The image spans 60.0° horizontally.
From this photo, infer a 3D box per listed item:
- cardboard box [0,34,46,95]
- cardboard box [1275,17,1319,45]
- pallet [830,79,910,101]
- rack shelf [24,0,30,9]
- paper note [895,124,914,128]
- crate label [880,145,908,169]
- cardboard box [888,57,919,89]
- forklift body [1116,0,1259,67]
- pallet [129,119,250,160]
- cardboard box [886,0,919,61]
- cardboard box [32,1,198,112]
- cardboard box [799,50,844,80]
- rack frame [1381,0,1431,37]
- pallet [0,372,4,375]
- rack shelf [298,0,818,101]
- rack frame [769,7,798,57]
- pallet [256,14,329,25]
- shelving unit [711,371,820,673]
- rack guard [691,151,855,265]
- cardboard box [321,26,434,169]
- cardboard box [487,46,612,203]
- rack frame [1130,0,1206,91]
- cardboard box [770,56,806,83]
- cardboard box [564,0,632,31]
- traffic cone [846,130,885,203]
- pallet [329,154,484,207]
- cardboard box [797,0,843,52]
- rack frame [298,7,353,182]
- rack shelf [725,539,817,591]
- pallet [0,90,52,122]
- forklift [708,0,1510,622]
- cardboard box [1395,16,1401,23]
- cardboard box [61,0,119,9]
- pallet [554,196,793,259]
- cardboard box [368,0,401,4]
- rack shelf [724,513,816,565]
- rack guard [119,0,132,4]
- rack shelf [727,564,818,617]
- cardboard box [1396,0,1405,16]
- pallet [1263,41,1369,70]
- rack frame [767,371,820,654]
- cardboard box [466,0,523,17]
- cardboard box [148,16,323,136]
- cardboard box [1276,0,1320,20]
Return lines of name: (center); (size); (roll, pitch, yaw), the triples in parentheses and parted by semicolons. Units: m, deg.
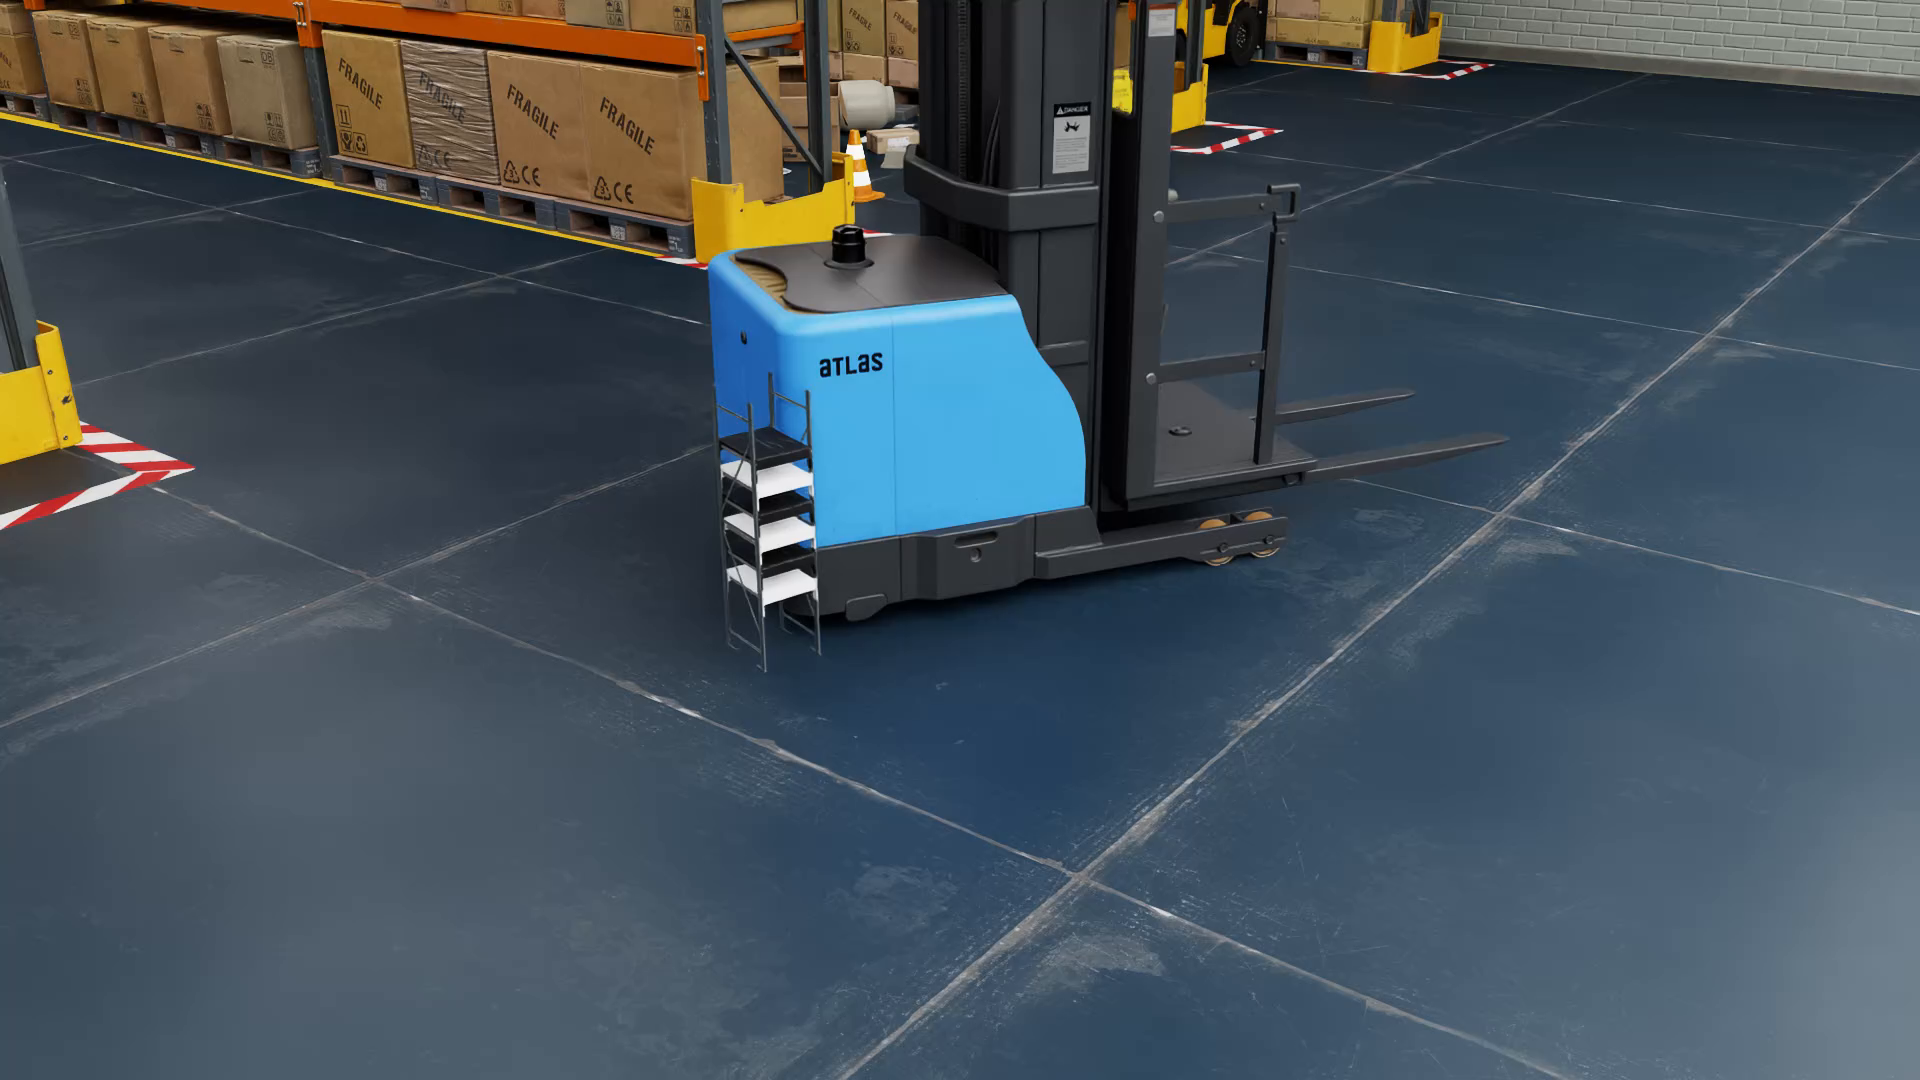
cardboard box: (-8.243, -4.272, 14.806); (0.500, 0.500, 0.500); (17, 29, 33)
cardboard box: (3.746, -5.507, 17.919); (0.500, 0.250, 0.500); (17, 29, 33)
pallet: (-0.912, -4.376, 15.921); (1.213, 0.211, 1.003); (17, 29, 33)
rack shelf: (-9.160, -5.304, 15.459); (4.000, 0.370, 1.077); (17, 29, 33)
paper note: (-0.479, -3.573, 14.322); (0.148, 0.019, 0.142); (7, 25, 15)
crate label: (-0.448, -2.944, 12.761); (0.298, 0.136, 0.250); (3, 24, 6)
cardboard box: (-0.301, -4.255, 15.076); (0.500, 0.250, 0.500); (16, 29, 33)
forklift body: (2.092, -5.920, 17.019); (1.214, 2.155, 2.313); (17, 29, 33)
pallet: (-6.002, -3.363, 13.621); (1.213, 0.211, 1.003); (17, 29, 33)
cardboard box: (-0.311, -4.599, 14.927); (0.500, 0.500, 0.500); (19, 30, 36)
cardboard box: (-7.126, -4.136, 14.185); (0.750, 0.750, 1.050); (16, 29, 33)
cardboard box: (-1.161, -4.508, 15.650); (0.500, 0.250, 0.500); (15, 28, 31)
rack frame: (4.704, -6.439, 17.143); (0.127, 3.000, 1.000); (17, 29, 33)
pallet: (-4.903, -0.589, 7.325); (1.213, 0.211, 1.003); (17, 29, 33)
rack shelf: (-2.758, -3.369, 11.069); (4.000, 0.370, 1.077); (17, 29, 33)
rack frame: (-1.471, -5.803, 15.701); (0.127, 3.000, 1.000); (17, 29, 33)
pallet: (-8.434, -6.671, 21.129); (1.213, 0.211, 1.003); (17, 29, 33)
shelving unit: (-0.610, -0.053, 5.255); (0.210, 0.900, 0.258); (-17, 29, -34)
rack guard: (-1.139, -2.065, 10.317); (0.348, 0.500, 1.175); (17, 29, 33)
cardboard box: (-3.897, -3.227, 11.969); (0.875, 0.875, 0.875); (17, 29, 34)
cardboard box: (-2.445, -2.789, 10.975); (0.875, 0.875, 0.875); (16, 29, 32)
rack frame: (1.730, -4.836, 13.506); (0.127, 3.000, 1.000); (17, 29, 33)
cardboard box: (-1.429, -3.963, 14.620); (0.500, 0.500, 0.500); (-5, 24, -12)
cardboard box: (-1.935, -3.484, 10.252); (0.550, 0.550, 0.875); (17, 29, 33)
traffic cone: (-0.731, -2.640, 11.669); (0.334, 0.463, 0.336); (17, 29, 33)
pallet: (-3.797, -2.697, 12.109); (1.213, 0.211, 1.003); (17, 29, 33)
cardboard box: (-1.161, -4.851, 15.498); (0.500, 0.500, 0.500); (18, 30, 36)
rack frame: (-4.359, -4.182, 12.021); (0.127, 3.000, 1.000); (17, 29, 33)
rack shelf: (-0.610, 0.059, 5.305); (0.200, 0.077, 0.258); (-17, 29, -34)
pallet: (-8.184, -4.063, 15.209); (1.213, 0.211, 1.003); (17, 29, 33)
forklift: (0.659, -1.435, 5.871); (3.031, 2.935, 1.130); (-9, 25, -20)
cardboard box: (4.428, -5.554, 18.025); (0.500, 0.250, 0.500); (17, 29, 34)
cardboard box: (-7.966, -4.786, 15.040); (0.500, 0.250, 0.500); (15, 28, 31)
pallet: (-1.845, -2.107, 10.770); (1.213, 0.211, 1.003); (17, 29, 33)
cardboard box: (-3.603, -4.040, 11.512); (0.550, 0.550, 0.875); (17, 29, 33)
rack shelf: (-0.610, -0.023, 5.269); (0.200, 0.077, 0.258); (-17, 29, -34)
rack guard: (-11.092, -7.567, 22.805); (0.348, 0.500, 1.175); (17, 29, 33)
rack shelf: (-0.610, 0.142, 5.341); (0.200, 0.077, 0.258); (-17, 29, -34)
cardboard box: (4.452, -5.782, 17.922); (0.500, 0.250, 0.500); (17, 29, 34)
pallet: (4.067, -5.334, 18.094); (1.213, 0.211, 1.003); (17, 29, 33)
rack frame: (-0.529, -0.078, 5.312); (0.006, 0.900, 0.240); (-17, 29, -34)
cardboard box: (-2.757, -3.775, 10.912); (0.500, 0.550, 0.875); (17, 29, 33)
cardboard box: (-5.679, -3.700, 13.197); (0.750, 0.750, 1.050); (17, 29, 33)
cardboard box: (3.732, -5.743, 17.833); (0.500, 0.250, 0.500); (16, 29, 33)
